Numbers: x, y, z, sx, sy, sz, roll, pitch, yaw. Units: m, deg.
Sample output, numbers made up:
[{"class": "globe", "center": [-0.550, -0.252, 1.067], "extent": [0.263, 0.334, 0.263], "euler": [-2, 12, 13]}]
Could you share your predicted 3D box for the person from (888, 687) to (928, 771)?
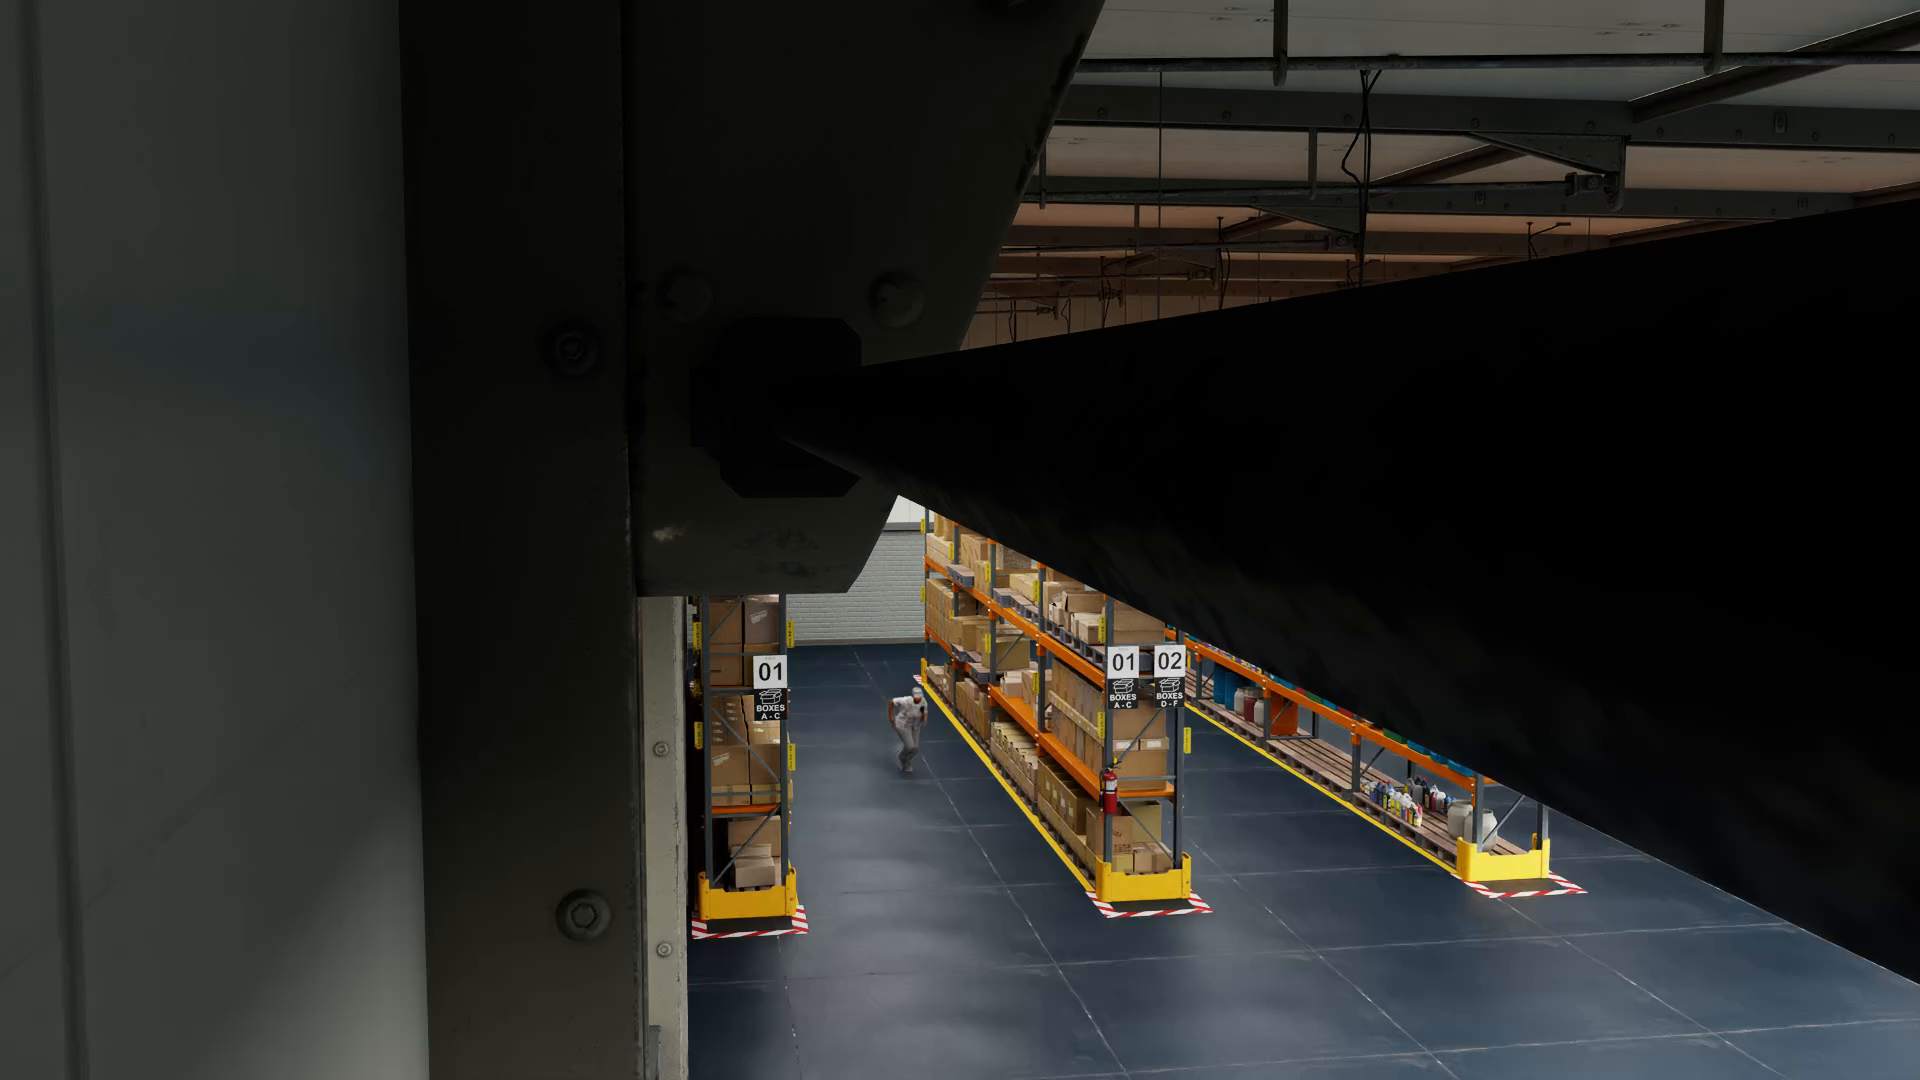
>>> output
[{"class": "person", "center": [-0.862, 3.152, 27.665], "extent": [0.636, 1.496, 0.858], "euler": [-3, 6, -28]}]
